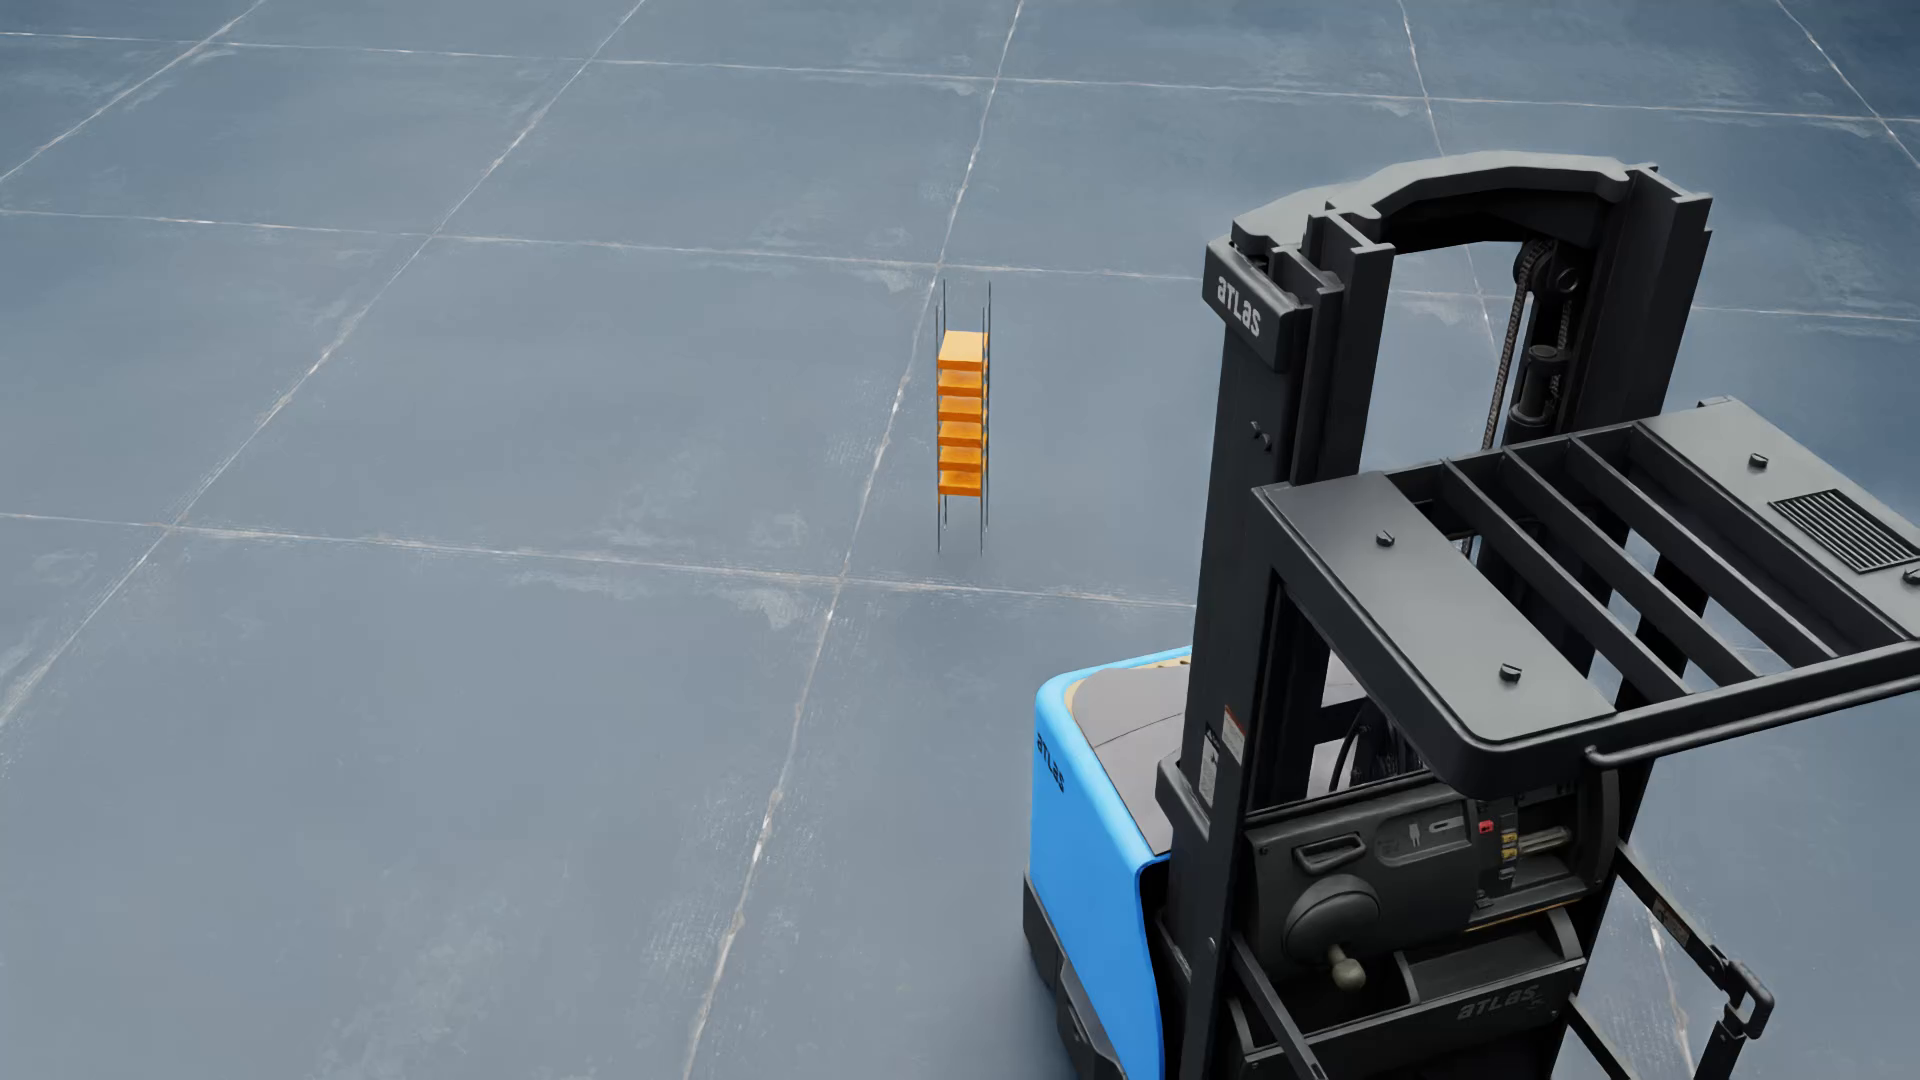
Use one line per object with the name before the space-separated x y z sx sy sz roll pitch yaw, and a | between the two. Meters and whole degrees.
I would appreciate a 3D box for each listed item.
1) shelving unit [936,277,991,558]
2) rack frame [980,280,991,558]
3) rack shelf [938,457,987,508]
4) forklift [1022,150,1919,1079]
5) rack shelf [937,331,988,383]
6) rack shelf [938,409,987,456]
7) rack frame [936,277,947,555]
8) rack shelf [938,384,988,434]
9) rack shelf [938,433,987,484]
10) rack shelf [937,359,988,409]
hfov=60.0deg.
shelving unit | 0.014 -0.487 6.900 0.189 1.200 0.258 4 36 6
rack frame | 0.105 -0.481 6.890 0.006 1.200 0.240 4 36 6
rack shelf | 0.014 -0.256 7.065 0.180 0.103 0.258 4 36 6
forklift | 1.153 0.807 3.596 1.130 2.935 3.031 -11 37 -15
rack shelf | 0.014 -0.744 6.717 0.180 0.103 0.258 4 36 6
rack shelf | 0.014 -0.451 6.926 0.180 0.103 0.258 4 36 6
rack frame | -0.076 -0.494 6.909 0.006 1.200 0.240 4 36 6
rack shelf | 0.014 -0.549 6.856 0.180 0.103 0.258 4 36 6
rack shelf | 0.014 -0.353 6.995 0.180 0.103 0.258 4 36 6
rack shelf | 0.014 -0.646 6.786 0.180 0.103 0.258 4 36 6
